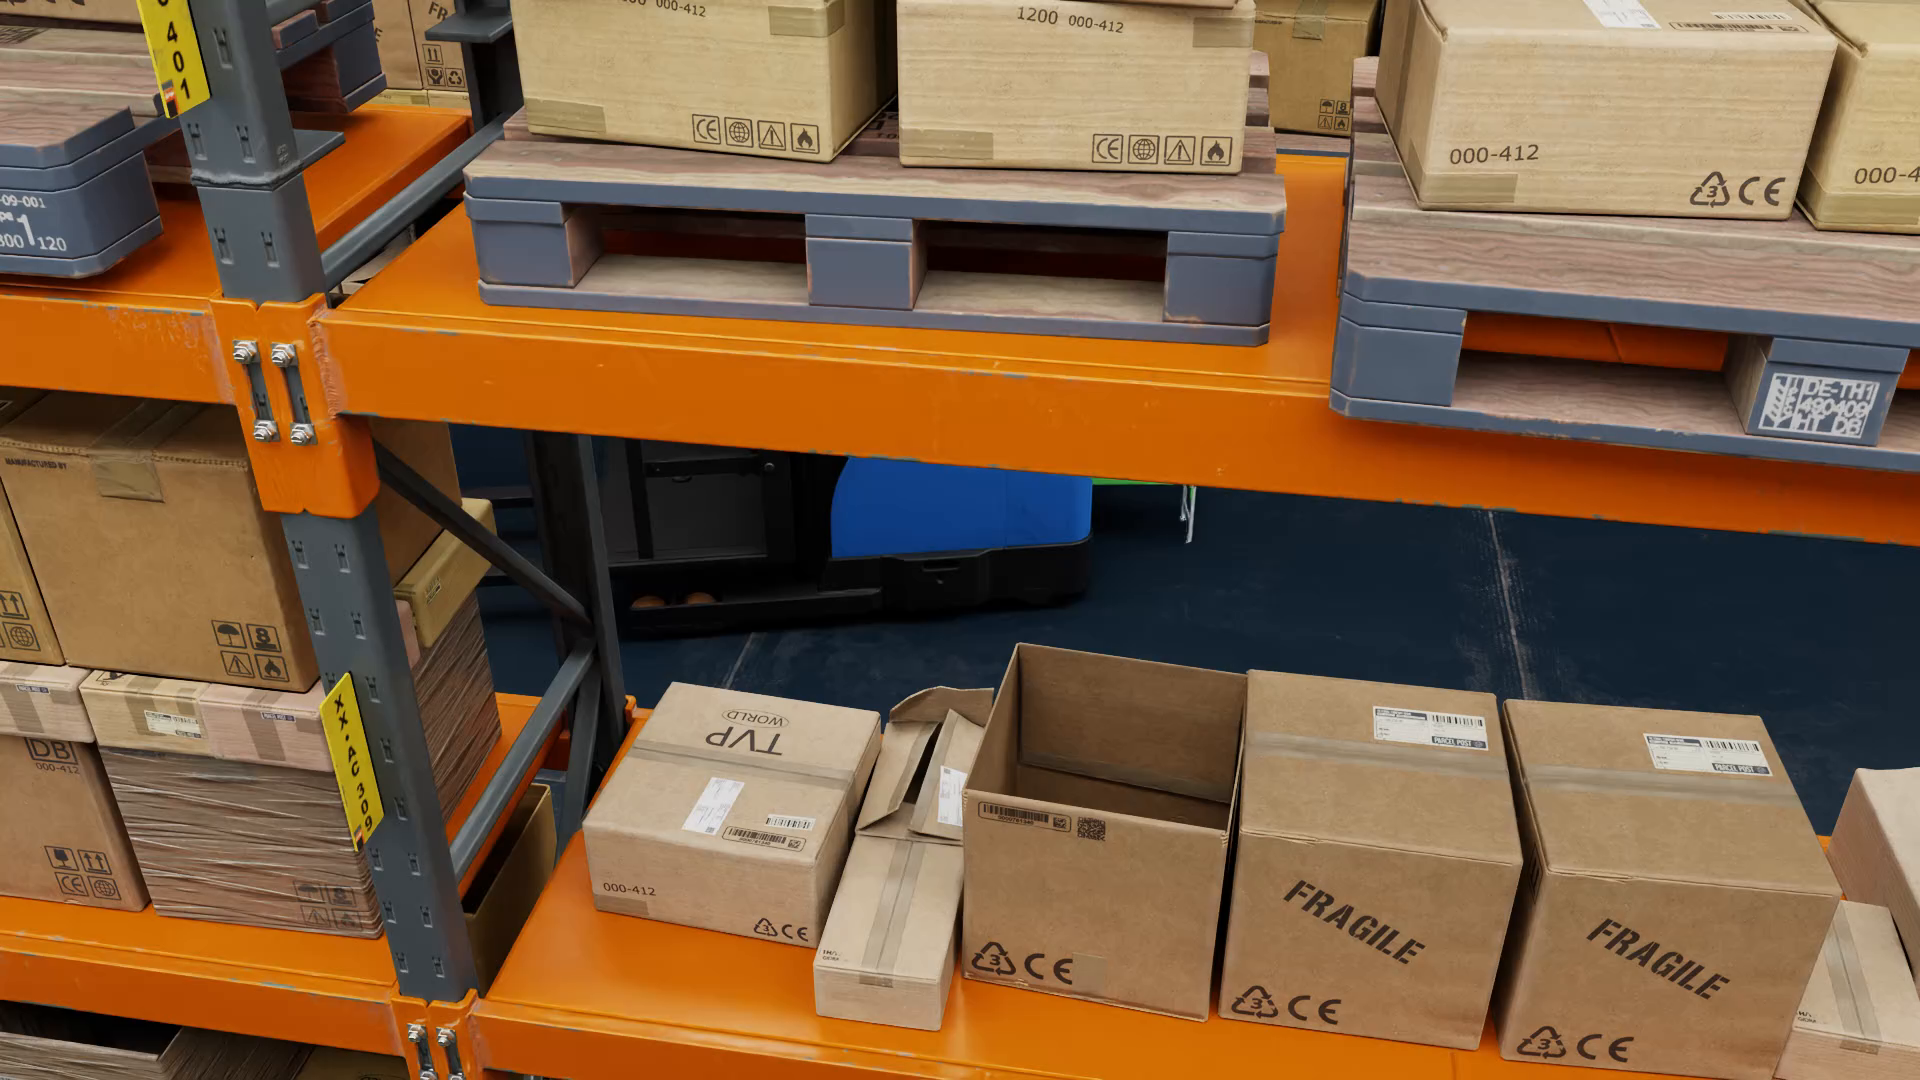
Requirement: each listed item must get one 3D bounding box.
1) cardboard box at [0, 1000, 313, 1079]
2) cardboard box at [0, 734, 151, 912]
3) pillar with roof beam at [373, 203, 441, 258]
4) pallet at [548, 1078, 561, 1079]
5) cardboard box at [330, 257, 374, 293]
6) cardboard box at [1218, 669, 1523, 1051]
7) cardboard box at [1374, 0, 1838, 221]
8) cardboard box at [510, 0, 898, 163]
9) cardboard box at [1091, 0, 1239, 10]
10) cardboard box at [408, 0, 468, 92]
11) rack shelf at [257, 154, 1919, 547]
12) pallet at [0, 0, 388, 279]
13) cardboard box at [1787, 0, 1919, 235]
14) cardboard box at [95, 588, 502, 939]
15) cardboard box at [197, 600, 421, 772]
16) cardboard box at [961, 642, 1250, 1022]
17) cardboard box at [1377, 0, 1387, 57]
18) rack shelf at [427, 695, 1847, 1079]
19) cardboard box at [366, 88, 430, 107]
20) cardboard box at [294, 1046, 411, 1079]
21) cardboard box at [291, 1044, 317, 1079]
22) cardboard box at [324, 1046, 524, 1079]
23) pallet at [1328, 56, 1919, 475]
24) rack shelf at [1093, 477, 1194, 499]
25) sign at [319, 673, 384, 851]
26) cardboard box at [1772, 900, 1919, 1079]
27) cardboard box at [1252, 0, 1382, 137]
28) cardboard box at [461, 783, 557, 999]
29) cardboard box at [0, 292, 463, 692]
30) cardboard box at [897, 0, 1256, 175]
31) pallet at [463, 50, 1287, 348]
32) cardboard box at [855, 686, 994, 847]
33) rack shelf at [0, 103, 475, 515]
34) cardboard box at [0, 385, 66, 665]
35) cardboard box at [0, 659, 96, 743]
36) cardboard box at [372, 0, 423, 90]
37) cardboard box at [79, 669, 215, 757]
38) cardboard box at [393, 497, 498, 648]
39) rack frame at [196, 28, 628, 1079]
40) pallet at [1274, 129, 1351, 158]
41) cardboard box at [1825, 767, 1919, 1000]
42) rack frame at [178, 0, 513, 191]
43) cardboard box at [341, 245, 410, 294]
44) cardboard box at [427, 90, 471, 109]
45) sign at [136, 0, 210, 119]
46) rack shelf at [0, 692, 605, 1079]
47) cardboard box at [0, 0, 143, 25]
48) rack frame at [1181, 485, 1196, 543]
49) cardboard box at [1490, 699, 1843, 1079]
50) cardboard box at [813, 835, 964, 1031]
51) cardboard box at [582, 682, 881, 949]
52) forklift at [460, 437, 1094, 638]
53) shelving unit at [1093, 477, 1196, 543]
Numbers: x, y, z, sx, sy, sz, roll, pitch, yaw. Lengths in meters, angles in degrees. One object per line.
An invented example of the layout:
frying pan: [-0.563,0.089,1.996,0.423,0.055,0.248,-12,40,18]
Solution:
cardboard box: [-1.955,1.193,4.006,0.500,0.500,0.500,5,32,8]
cardboard box: [-1.929,0.379,3.723,0.500,0.500,0.700,5,32,8]
pillar with roof beam: [-3.972,-3.128,3.766,0.400,9.000,9.100,5,32,8]
pallet: [-1.747,1.590,4.510,1.213,0.211,1.003,5,32,8]
cardboard box: [-3.416,-1.385,8.755,0.500,0.311,0.500,2,32,3]
cardboard box: [0.797,0.628,3.326,0.500,0.500,0.500,5,32,8]
cardboard box: [0.905,-0.682,2.431,0.500,0.250,0.500,3,32,4]
cardboard box: [-0.364,-0.825,2.659,0.500,0.250,0.500,8,33,13]
cardboard box: [0.197,-1.088,2.373,0.500,0.500,0.500,8,33,13]
cardboard box: [-2.159,-2.371,7.627,0.500,0.500,0.500,6,33,10]
rack shelf: [1.002,-0.287,2.732,4.000,0.370,1.077,5,32,8]
pallet: [-1.815,-0.795,2.950,1.213,0.211,1.003,5,32,8]
cardboard box: [1.435,-0.633,2.353,0.500,0.250,0.500,5,32,7]
cardboard box: [-1.408,0.422,3.654,0.500,0.500,0.700,4,32,7]
cardboard box: [-1.274,0.272,3.283,0.250,0.149,0.380,5,32,8]
cardboard box: [0.304,0.583,3.397,0.500,0.500,0.500,7,33,12]
cardboard box: [2.106,-2.098,7.266,0.500,0.500,0.700,5,32,8]
rack shelf: [1.002,0.985,3.528,4.000,0.370,1.077,5,32,8]
cardboard box: [-2.640,-2.095,7.892,0.500,0.250,0.500,5,32,7]
cardboard box: [-1.464,1.562,4.124,0.500,0.250,0.500,5,32,8]
cardboard box: [-1.955,1.512,4.203,0.500,0.250,0.500,5,32,8]
cardboard box: [-1.376,1.289,4.560,0.500,0.250,0.500,5,32,8]
pallet: [1.186,-0.445,2.485,1.213,0.211,1.003,7,33,10]
rack shelf: [0.752,-0.300,7.171,0.480,0.148,0.258,0,32,-1]
sign: [-1.062,0.391,2.907,0.005,0.325,0.100,5,32,8]
cardboard box: [1.707,0.880,3.253,0.250,0.149,0.380,8,33,12]
cardboard box: [1.560,-2.159,7.364,0.500,0.500,0.700,10,33,15]
cardboard box: [-1.374,0.966,4.369,0.500,0.500,0.500,5,32,8]
cardboard box: [-1.408,-0.127,3.309,0.500,0.500,0.700,5,32,8]
cardboard box: [0.178,-0.777,2.583,0.500,0.250,0.500,2,32,3]
pallet: [-0.098,-0.617,2.762,1.217,0.209,0.805,4,32,6]
cardboard box: [-0.072,0.541,3.686,0.258,0.266,0.396,4,32,7]
rack shelf: [-2.941,-0.644,3.302,4.000,0.370,1.077,5,32,8]
cardboard box: [-1.907,-0.172,3.380,0.500,0.500,0.700,5,32,8]
cardboard box: [-1.776,0.226,3.355,0.250,0.149,0.380,4,32,7]
cardboard box: [-2.669,-2.411,7.691,0.500,0.500,0.500,4,32,7]
cardboard box: [-1.517,0.249,3.320,0.250,0.149,0.380,5,32,7]
cardboard box: [-1.202,0.059,3.624,0.250,0.149,0.380,5,32,8]
rack frame: [-0.970,0.501,3.622,0.127,3.000,1.000,5,32,8]
pallet: [1.845,-1.807,7.490,1.213,0.211,1.003,5,32,8]
cardboard box: [2.124,0.715,3.365,0.500,0.311,0.500,5,32,8]
rack frame: [-0.970,-2.042,2.030,0.127,3.000,1.000,5,32,8]
cardboard box: [-2.854,-1.334,8.674,0.500,0.311,0.500,8,33,12]
cardboard box: [-2.142,-2.049,7.818,0.500,0.250,0.500,5,32,9]
sign: [-1.062,-0.733,2.204,0.005,0.325,0.100,5,32,8]
rack shelf: [-2.941,0.628,4.098,4.000,0.370,1.077,5,32,8]
cardboard box: [-1.422,-1.233,2.943,0.500,0.500,0.500,8,33,12]
rack frame: [0.996,-0.560,7.013,0.015,1.200,0.240,0,32,-1]
cardboard box: [1.316,0.675,3.251,0.500,0.500,0.500,3,32,6]
cardboard box: [-0.131,0.794,3.392,0.250,0.149,0.380,5,32,8]
cardboard box: [-0.477,0.586,3.628,0.500,0.250,0.500,7,33,11]
forklift: [-1.014,-1.149,6.323,3.031,2.935,1.130,-4,32,-6]
shelving unit: [0.752,-0.558,7.010,0.503,1.200,0.258,0,32,-1]
